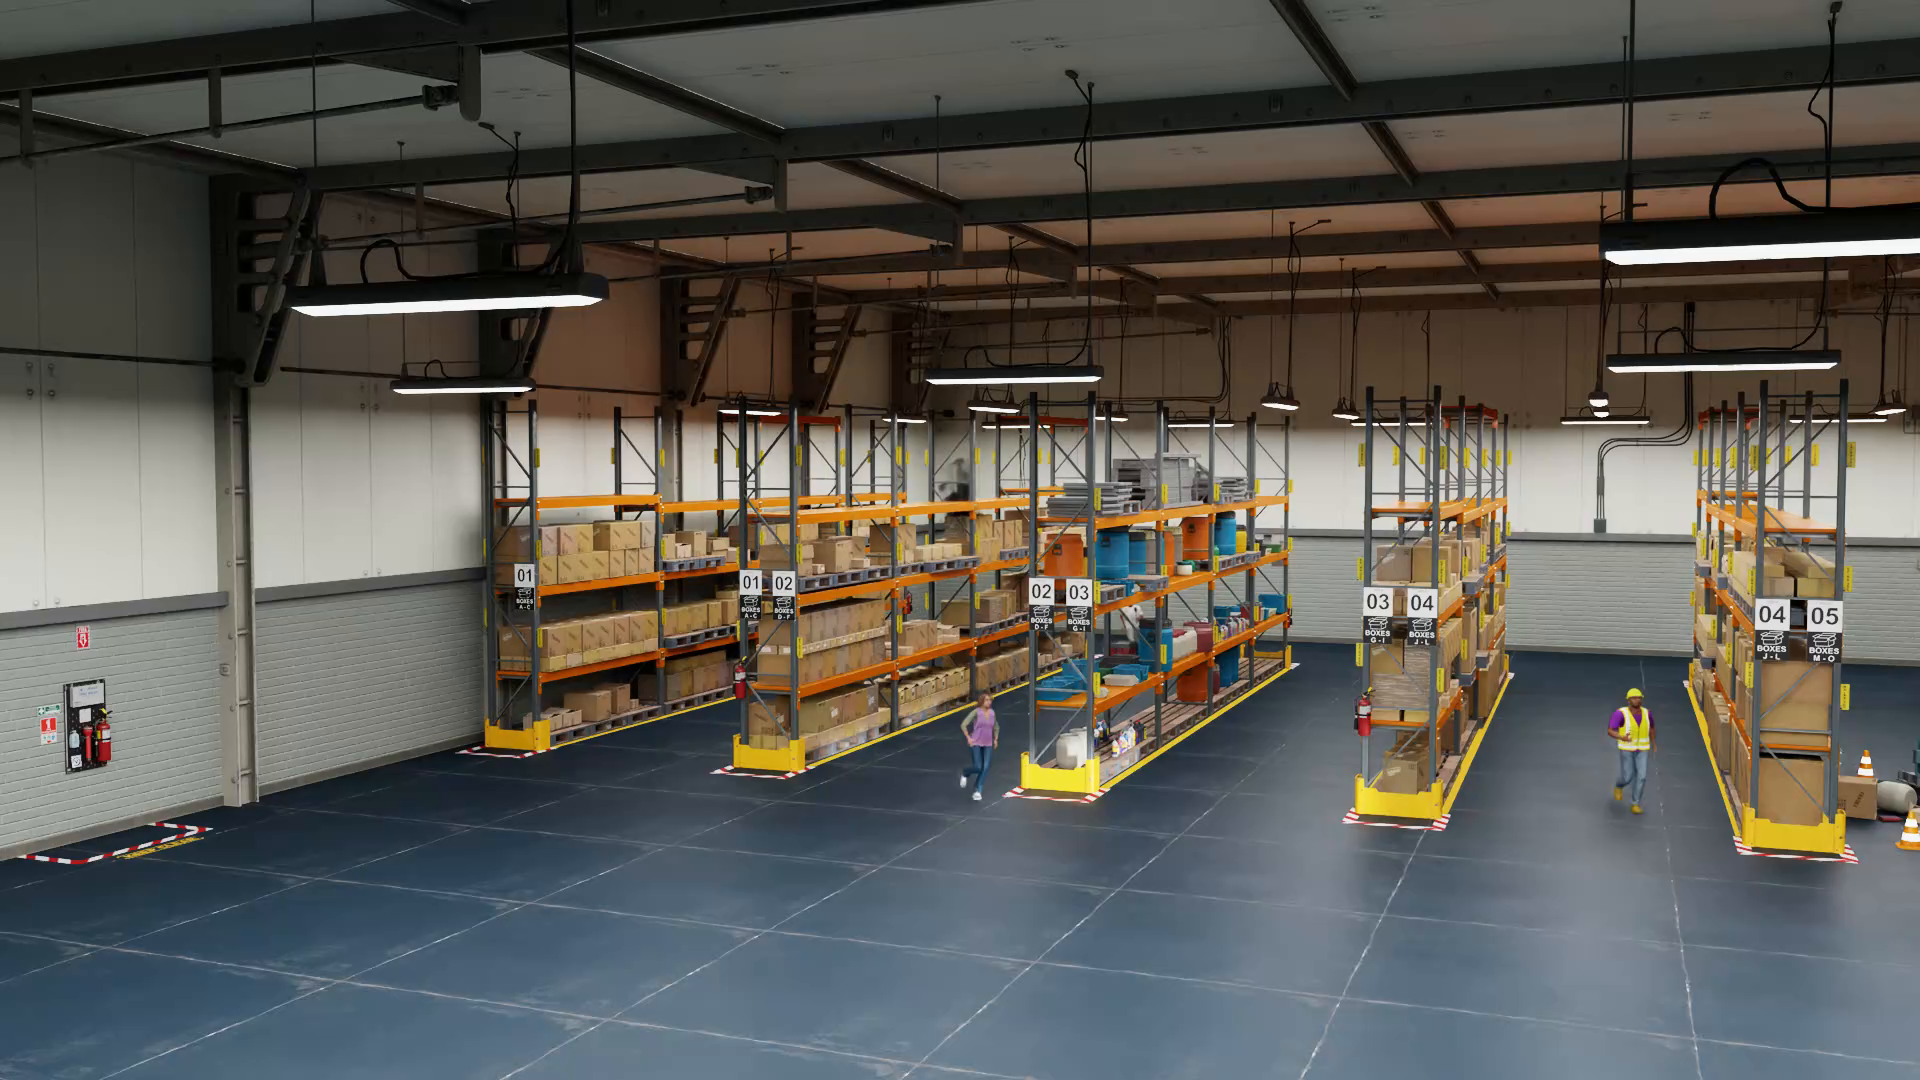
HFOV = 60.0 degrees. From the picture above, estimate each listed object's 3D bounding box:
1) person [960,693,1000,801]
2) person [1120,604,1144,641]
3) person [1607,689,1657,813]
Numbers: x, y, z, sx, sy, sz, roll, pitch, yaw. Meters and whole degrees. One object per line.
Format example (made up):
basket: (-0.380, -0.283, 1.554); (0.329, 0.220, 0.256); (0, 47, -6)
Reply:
person: (0.320, 3.036, 24.537); (0.605, 1.519, 0.572); (-1, 3, -26)
person: (4.190, 2.161, 40.452); (0.581, 1.732, 0.727); (0, 3, 0)
person: (9.542, 2.967, 23.599); (0.708, 1.732, 0.733); (0, 3, 1)
